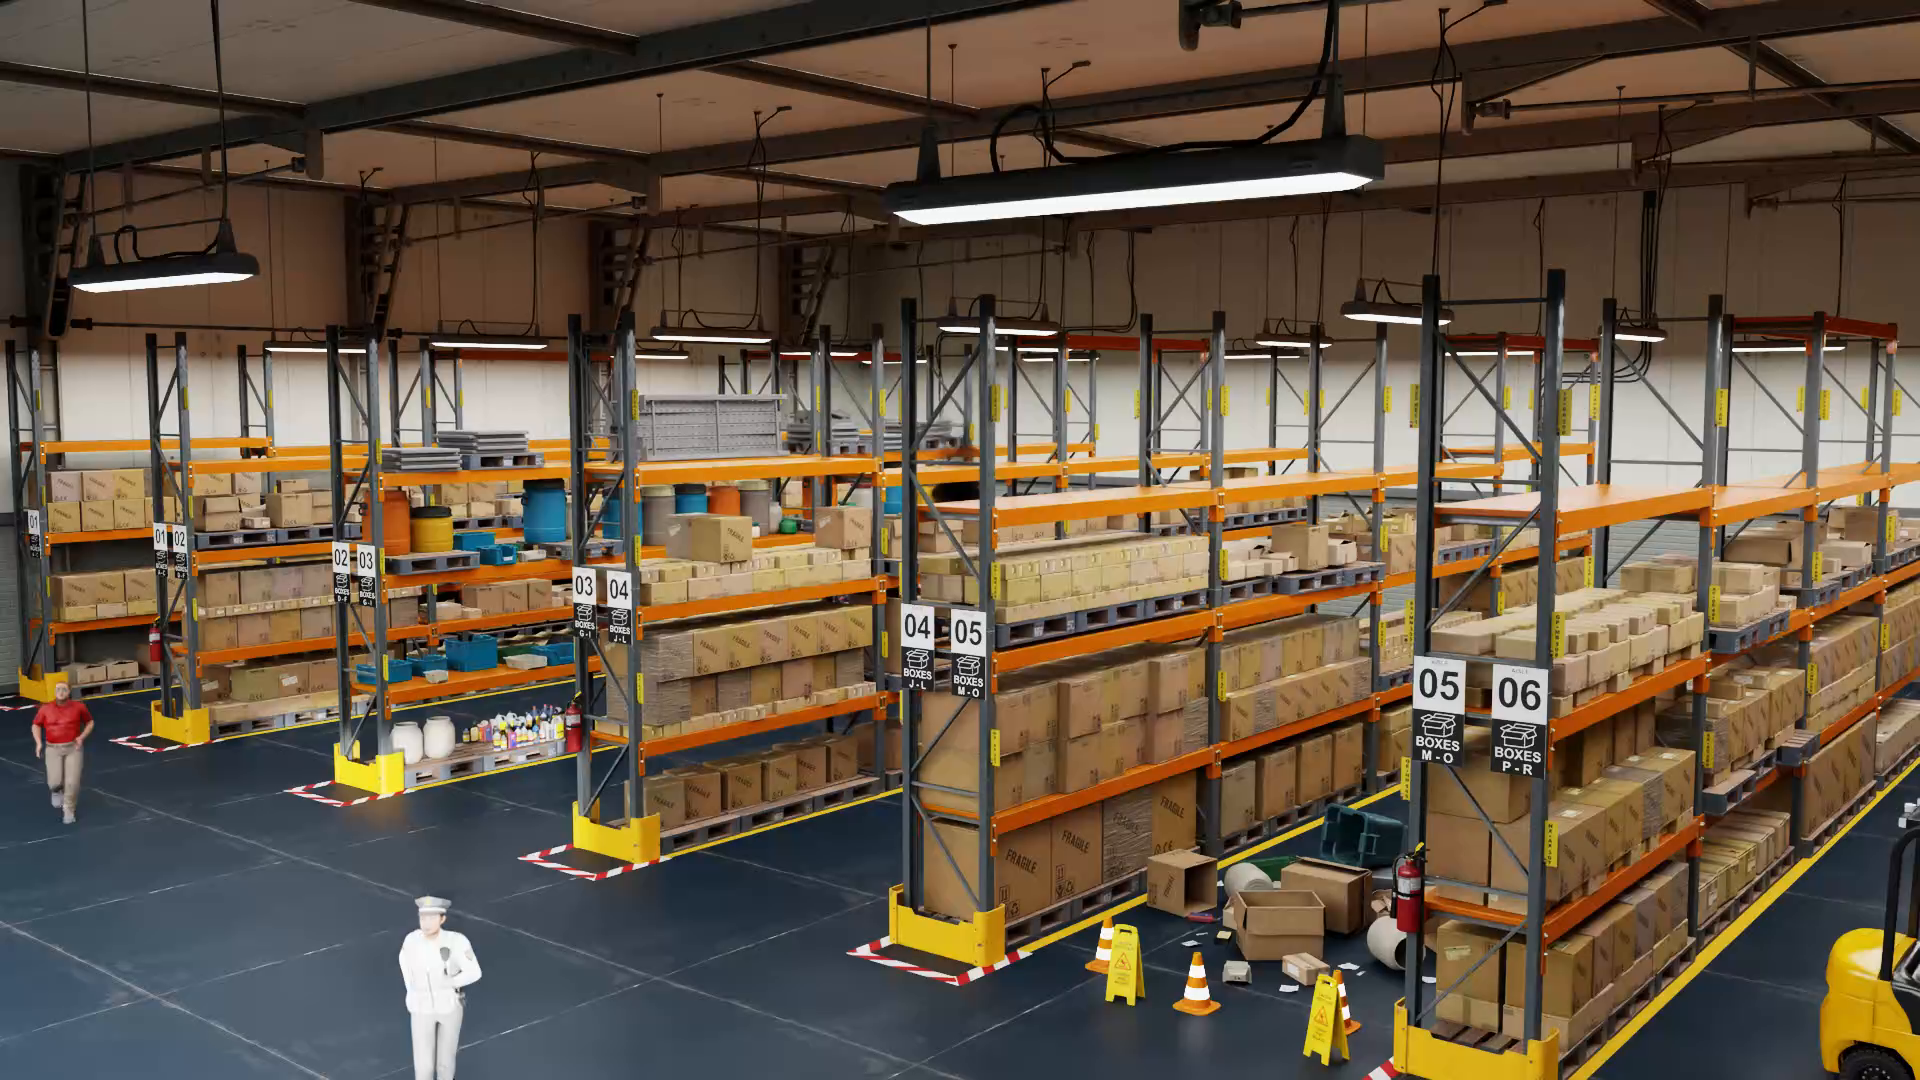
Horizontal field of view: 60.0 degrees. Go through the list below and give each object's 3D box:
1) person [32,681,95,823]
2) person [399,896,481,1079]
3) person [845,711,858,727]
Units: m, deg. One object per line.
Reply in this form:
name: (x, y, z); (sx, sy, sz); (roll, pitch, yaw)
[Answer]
person: (-10.788, 2.539, 20.035); (0.671, 1.687, 0.598); (-3, 6, -27)
person: (-3.610, 3.300, 11.549); (0.580, 1.761, 0.749); (-1, 5, -11)
person: (-1.652, 1.887, 24.605); (0.586, 1.736, 0.650); (3, 6, 28)
